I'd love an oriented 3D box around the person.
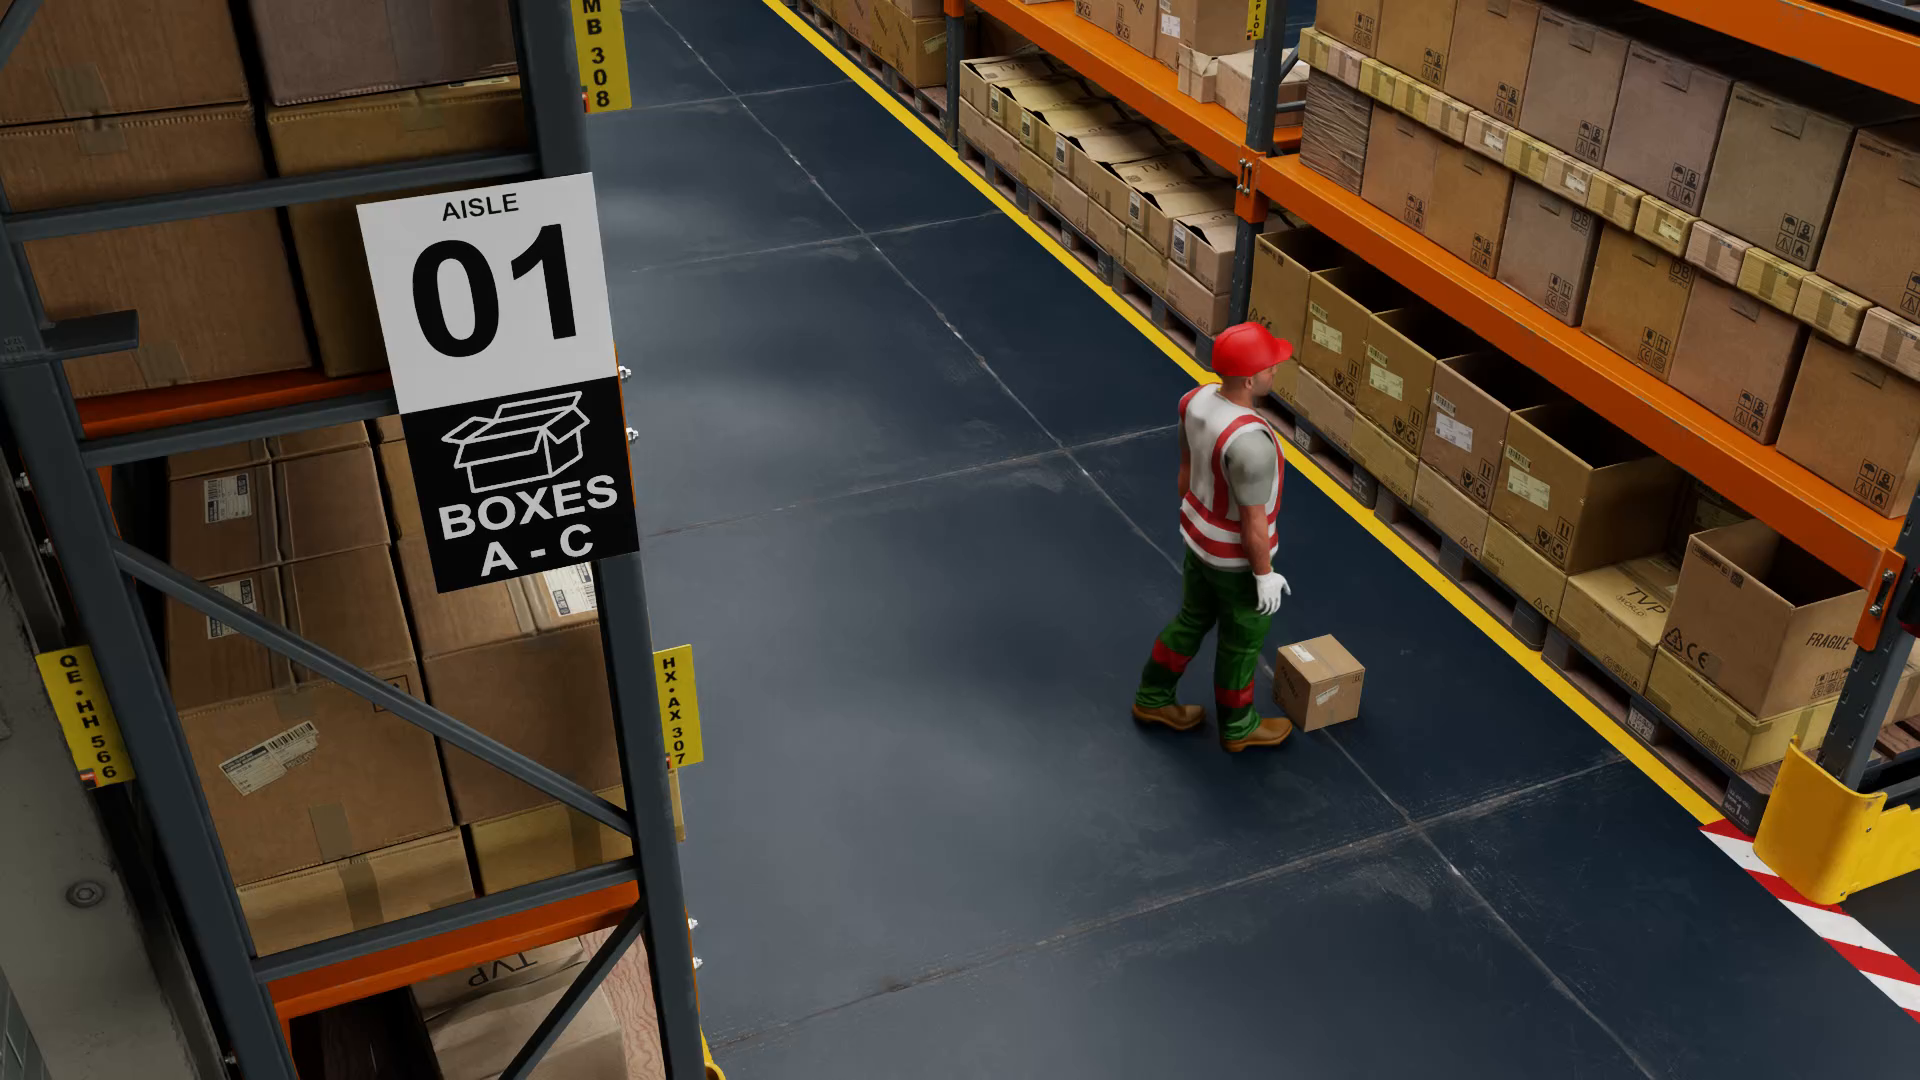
[{"bbox_3d":[1.009,0.024,6.075,0.577,1.800,0.569,-9,34,-14],"label":"person"}]
